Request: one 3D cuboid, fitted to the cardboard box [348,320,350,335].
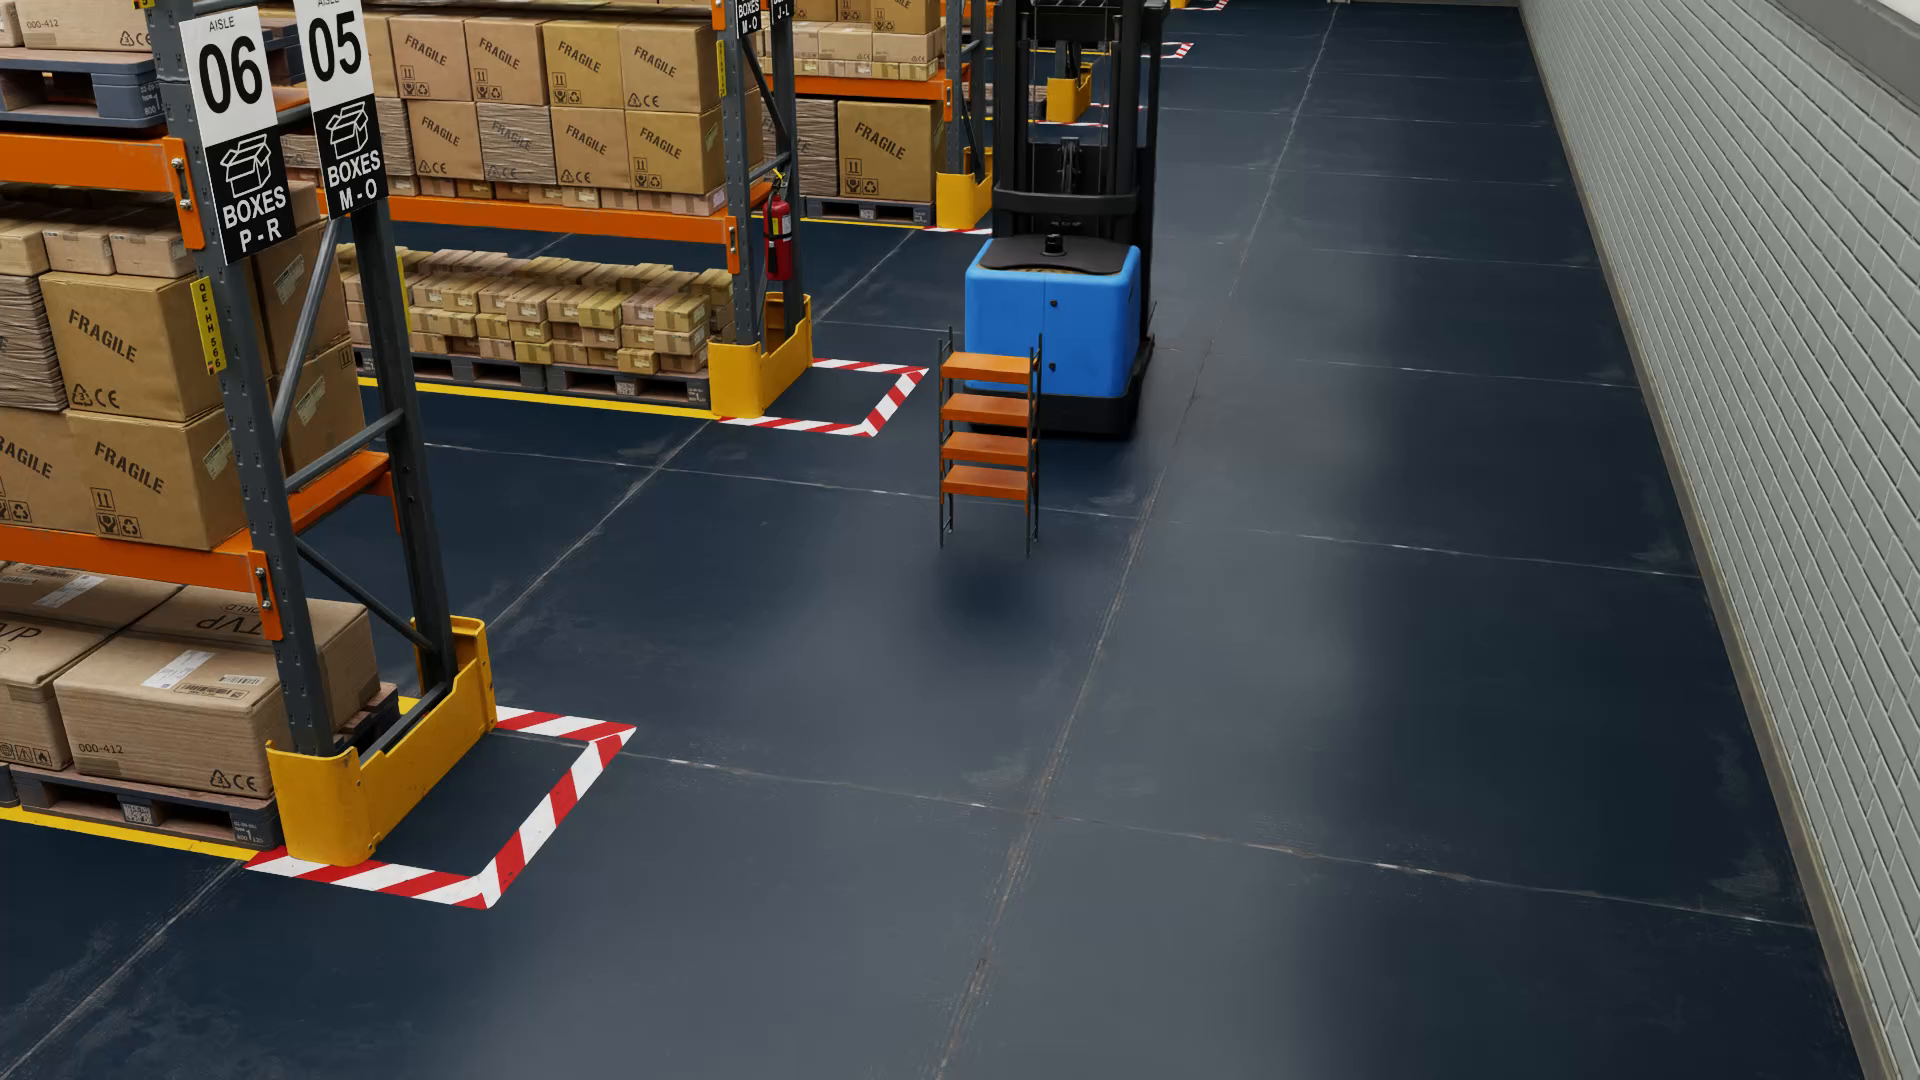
[{"bbox_3d":[-4.365,-1.520,11.782,0.250,0.149,0.380,6,26,13],"label":"cardboard box"}]

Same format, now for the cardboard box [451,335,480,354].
[{"bbox_3d":[-3.336,-1.436,11.604,0.250,0.149,0.380,7,26,14],"label":"cardboard box"}]

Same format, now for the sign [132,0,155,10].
[{"bbox_3d":[-2.559,-1.818,5.152,0.005,0.325,0.100,6,26,13],"label":"sign"}]

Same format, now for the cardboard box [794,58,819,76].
[{"bbox_3d":[-1.358,-4.346,15.182,0.250,0.149,0.380,6,26,12],"label":"cardboard box"}]

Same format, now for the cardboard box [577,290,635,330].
[{"bbox_3d":[-2.362,-1.544,11.139,0.250,0.149,0.380,6,26,12],"label":"cardboard box"}]

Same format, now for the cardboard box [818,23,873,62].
[{"bbox_3d":[-0.969,-4.513,15.068,0.500,0.250,0.500,6,26,12],"label":"cardboard box"}]

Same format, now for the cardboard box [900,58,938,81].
[{"bbox_3d":[-0.369,-4.238,14.954,0.250,0.149,0.380,7,26,14],"label":"cardboard box"}]

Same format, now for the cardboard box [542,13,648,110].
[{"bbox_3d":[-2.271,-3.027,10.492,0.500,0.500,0.500,5,26,11],"label":"cardboard box"}]

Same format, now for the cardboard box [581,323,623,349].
[{"bbox_3d":[-2.361,-1.425,11.236,0.250,0.149,0.380,5,26,11],"label":"cardboard box"}]

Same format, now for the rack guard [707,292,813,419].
[{"bbox_3d":[-1.349,-1.276,11.348,0.348,0.500,1.175,6,26,13],"label":"rack guard"}]

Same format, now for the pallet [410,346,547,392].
[{"bbox_3d":[-3.305,-1.378,11.899,1.213,0.211,1.003,6,26,13],"label":"pallet"}]

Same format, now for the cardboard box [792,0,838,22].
[{"bbox_3d":[-1.327,-5.126,15.482,0.500,0.500,0.500,6,26,12],"label":"cardboard box"}]

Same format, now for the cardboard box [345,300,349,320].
[{"bbox_3d":[-4.365,-1.688,11.788,0.250,0.149,0.380,6,26,13],"label":"cardboard box"}]

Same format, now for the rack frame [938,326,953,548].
[{"bbox_3d":[-0.076,-0.550,9.010,0.015,1.200,0.240,6,26,13],"label":"rack frame"}]

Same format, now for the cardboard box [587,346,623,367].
[{"bbox_3d":[-2.346,-1.317,11.356,0.250,0.149,0.380,6,26,13],"label":"cardboard box"}]

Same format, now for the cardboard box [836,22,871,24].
[{"bbox_3d":[-0.845,-4.733,15.531,0.500,0.250,0.500,6,26,12],"label":"cardboard box"}]

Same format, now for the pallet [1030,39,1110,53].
[{"bbox_3d":[1.683,-7.408,24.564,1.213,0.211,1.003,6,26,13],"label":"pallet"}]

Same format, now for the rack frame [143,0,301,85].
[{"bbox_3d":[-2.410,-3.033,5.152,0.127,3.000,1.000,6,26,13],"label":"rack frame"}]

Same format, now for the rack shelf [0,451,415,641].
[{"bbox_3d":[-4.347,-0.214,7.046,4.000,0.370,1.077,6,26,13],"label":"rack shelf"}]

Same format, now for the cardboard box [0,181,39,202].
[{"bbox_3d":[-3.707,-1.368,6.600,0.250,0.149,0.380,7,26,14],"label":"cardboard box"}]

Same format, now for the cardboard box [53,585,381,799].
[{"bbox_3d":[-3.074,0.614,6.963,0.875,0.438,0.875,5,26,11],"label":"cardboard box"}]

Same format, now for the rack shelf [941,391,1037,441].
[{"bbox_3d":[0.160,-0.665,8.888,0.480,0.148,0.258,6,26,13],"label":"rack shelf"}]

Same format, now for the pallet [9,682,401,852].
[{"bbox_3d":[-3.204,0.882,7.153,1.213,0.211,1.003,6,26,13],"label":"pallet"}]

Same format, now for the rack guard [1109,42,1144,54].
[{"bbox_3d":[2.455,-7.453,24.324,0.348,0.500,1.175,6,26,13],"label":"rack guard"}]

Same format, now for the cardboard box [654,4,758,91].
[{"bbox_3d":[-1.644,-3.185,10.826,0.500,0.500,0.500,6,26,13],"label":"cardboard box"}]

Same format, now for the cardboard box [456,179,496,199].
[{"bbox_3d":[-3.148,-2.396,11.085,0.250,0.149,0.380,7,26,14],"label":"cardboard box"}]

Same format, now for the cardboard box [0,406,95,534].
[{"bbox_3d":[-3.426,-0.371,6.423,0.500,0.500,0.500,6,26,12],"label":"cardboard box"}]

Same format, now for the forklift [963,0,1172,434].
[{"bbox_3d":[0.806,-2.601,11.303,1.130,2.935,3.031,5,26,10],"label":"forklift"}]

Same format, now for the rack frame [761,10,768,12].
[{"bbox_3d":[-2.582,-6.940,20.338,0.127,3.000,1.000,6,26,13],"label":"rack frame"}]

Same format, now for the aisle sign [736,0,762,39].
[{"bbox_3d":[-1.279,-3.437,9.956,0.004,0.787,0.394,6,26,13],"label":"aisle sign"}]

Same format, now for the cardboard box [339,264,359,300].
[{"bbox_3d":[-4.358,-1.811,11.701,0.250,0.149,0.380,6,26,12],"label":"cardboard box"}]

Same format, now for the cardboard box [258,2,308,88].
[{"bbox_3d":[-4.267,-3.256,10.975,0.500,0.500,0.500,6,26,11],"label":"cardboard box"}]

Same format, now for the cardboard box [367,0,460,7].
[{"bbox_3d":[-3.632,-3.404,11.284,0.500,0.500,0.500,7,26,14],"label":"cardboard box"}]

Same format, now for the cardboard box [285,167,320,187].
[{"bbox_3d":[-4.416,-2.541,11.390,0.250,0.149,0.380,5,26,11],"label":"cardboard box"}]

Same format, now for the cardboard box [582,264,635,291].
[{"bbox_3d":[-2.468,-1.816,11.712,0.250,0.149,0.380,5,26,10],"label":"cardboard box"}]

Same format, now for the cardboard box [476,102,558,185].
[{"bbox_3d":[-2.765,-2.624,10.810,0.500,0.500,0.500,6,26,13],"label":"cardboard box"}]

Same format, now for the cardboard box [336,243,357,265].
[{"bbox_3d":[-4.482,-2.055,12.212,0.250,0.149,0.380,7,26,14],"label":"cardboard box"}]

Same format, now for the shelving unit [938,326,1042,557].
[{"bbox_3d":[0.160,-0.524,8.955,0.503,1.200,0.258,6,26,13],"label":"shelving unit"}]

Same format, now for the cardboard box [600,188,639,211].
[{"bbox_3d":[-2.139,-2.263,10.805,0.250,0.149,0.380,6,26,12],"label":"cardboard box"}]

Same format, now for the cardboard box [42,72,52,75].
[{"bbox_3d":[-6.351,-3.216,11.626,0.250,0.149,0.380,6,26,13],"label":"cardboard box"}]

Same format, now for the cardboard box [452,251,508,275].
[{"bbox_3d":[-3.458,-1.956,12.006,0.250,0.149,0.380,5,26,11],"label":"cardboard box"}]

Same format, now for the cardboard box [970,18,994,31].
[{"bbox_3d":[0.476,-7.875,24.693,0.637,0.503,0.797,6,26,13],"label":"cardboard box"}]

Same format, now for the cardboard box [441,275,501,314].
[{"bbox_3d":[-3.360,-1.694,11.455,0.250,0.149,0.380,6,26,13],"label":"cardboard box"}]

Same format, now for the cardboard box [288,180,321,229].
[{"bbox_3d":[-2.685,-1.267,6.388,0.250,0.149,0.380,7,26,14],"label":"cardboard box"}]

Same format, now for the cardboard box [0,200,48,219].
[{"bbox_3d":[-3.564,-1.123,6.085,0.250,0.149,0.380,7,26,14],"label":"cardboard box"}]

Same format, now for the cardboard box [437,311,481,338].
[{"bbox_3d":[-3.383,-1.528,11.453,0.250,0.149,0.380,7,26,14],"label":"cardboard box"}]
